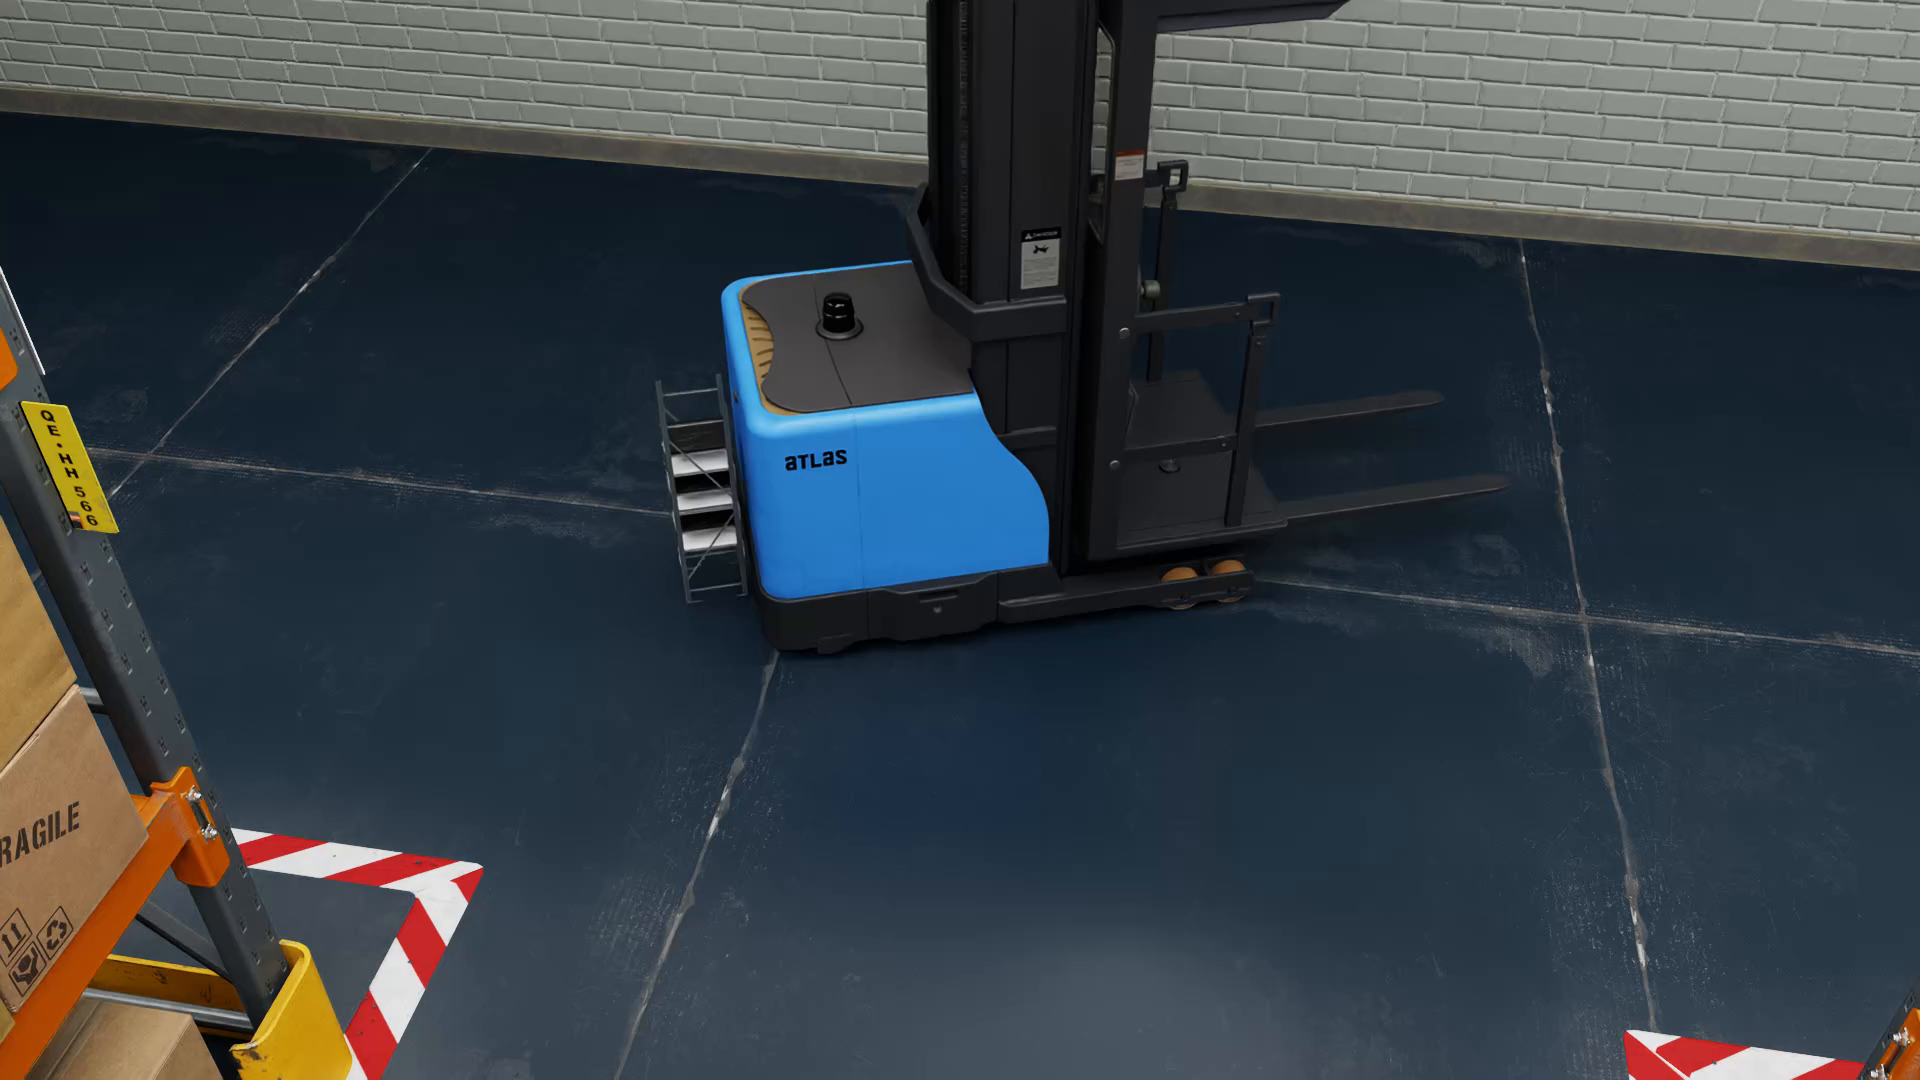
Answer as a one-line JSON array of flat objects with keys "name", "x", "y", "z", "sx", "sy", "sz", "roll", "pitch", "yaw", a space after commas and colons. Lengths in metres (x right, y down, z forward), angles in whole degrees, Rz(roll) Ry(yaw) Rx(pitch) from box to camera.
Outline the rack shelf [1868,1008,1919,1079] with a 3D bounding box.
[{"name": "rack shelf", "x": 2.164, "y": 2.430, "z": 2.021, "sx": 1.077, "sy": 0.370, "sz": 4.000, "roll": 6, "pitch": 40, "yaw": 8}]

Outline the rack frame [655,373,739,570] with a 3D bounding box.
[{"name": "rack frame", "x": -0.988, "y": -0.243, "z": 6.338, "sx": 0.240, "sy": 0.900, "sz": 0.006, "roll": -8, "pitch": 40, "yaw": -9}]

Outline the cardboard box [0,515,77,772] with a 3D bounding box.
[{"name": "cardboard box", "x": -2.175, "y": 0.235, "z": 3.249, "sx": 0.500, "sy": 0.500, "sz": 0.500, "roll": 6, "pitch": 40, "yaw": 7}]

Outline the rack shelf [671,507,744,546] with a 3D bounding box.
[{"name": "rack shelf", "x": -0.966, "y": -0.085, "z": 6.340, "sx": 0.258, "sy": 0.077, "sz": 0.200, "roll": -8, "pitch": 40, "yaw": -9}]

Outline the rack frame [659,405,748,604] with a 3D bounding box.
[{"name": "rack frame", "x": -0.945, "y": -0.117, "z": 6.184, "sx": 0.240, "sy": 0.900, "sz": 0.006, "roll": -8, "pitch": 40, "yaw": -9}]

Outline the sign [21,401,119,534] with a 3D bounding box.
[{"name": "sign", "x": -1.825, "y": -0.145, "z": 3.415, "sx": 0.100, "sy": 0.325, "sz": 0.005, "roll": 6, "pitch": 40, "yaw": 8}]

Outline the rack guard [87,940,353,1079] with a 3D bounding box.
[{"name": "rack guard", "x": -2.382, "y": 1.360, "z": 4.713, "sx": 1.175, "sy": 0.500, "sz": 0.348, "roll": 6, "pitch": 40, "yaw": 8}]

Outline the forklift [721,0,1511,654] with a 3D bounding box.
[{"name": "forklift", "x": 0.660, "y": -1.183, "z": 5.881, "sx": 3.031, "sy": 2.935, "sz": 1.130, "roll": -8, "pitch": 40, "yaw": -9}]

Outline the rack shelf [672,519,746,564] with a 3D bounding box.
[{"name": "rack shelf", "x": -0.966, "y": -0.016, "z": 6.397, "sx": 0.258, "sy": 0.077, "sz": 0.200, "roll": -8, "pitch": 40, "yaw": -9}]

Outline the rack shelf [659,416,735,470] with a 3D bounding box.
[{"name": "rack shelf", "x": -0.967, "y": -0.362, "z": 6.110, "sx": 0.258, "sy": 0.077, "sz": 0.200, "roll": -8, "pitch": 40, "yaw": -9}]

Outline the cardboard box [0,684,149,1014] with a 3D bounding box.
[{"name": "cardboard box", "x": -2.178, "y": 0.622, "z": 3.566, "sx": 0.500, "sy": 0.500, "sz": 0.500, "roll": 8, "pitch": 40, "yaw": 9}]

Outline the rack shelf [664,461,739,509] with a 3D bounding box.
[{"name": "rack shelf", "x": -0.967, "y": -0.224, "z": 6.225, "sx": 0.258, "sy": 0.077, "sz": 0.200, "roll": -8, "pitch": 40, "yaw": -9}]

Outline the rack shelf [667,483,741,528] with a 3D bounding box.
[{"name": "rack shelf", "x": -0.966, "y": -0.154, "z": 6.282, "sx": 0.258, "sy": 0.077, "sz": 0.200, "roll": -8, "pitch": 40, "yaw": -9}]

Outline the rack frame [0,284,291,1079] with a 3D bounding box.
[{"name": "rack frame", "x": -2.368, "y": 0.349, "z": 3.974, "sx": 1.000, "sy": 3.000, "sz": 0.127, "roll": 6, "pitch": 40, "yaw": 8}]

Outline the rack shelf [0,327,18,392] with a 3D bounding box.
[{"name": "rack shelf", "x": -2.714, "y": 0.725, "z": 1.729, "sx": 1.077, "sy": 0.370, "sz": 4.000, "roll": 6, "pitch": 40, "yaw": 8}]

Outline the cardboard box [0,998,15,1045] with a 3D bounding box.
[{"name": "cardboard box", "x": -2.264, "y": 0.948, "z": 3.171, "sx": 0.500, "sy": 0.500, "sz": 0.500, "roll": 7, "pitch": 40, "yaw": 8}]

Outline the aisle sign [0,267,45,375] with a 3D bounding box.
[{"name": "aisle sign", "x": -2.055, "y": -0.662, "z": 3.156, "sx": 0.394, "sy": 0.787, "sz": 0.004, "roll": 6, "pitch": 40, "yaw": 8}]

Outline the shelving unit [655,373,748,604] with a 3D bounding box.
[{"name": "shelving unit", "x": -0.966, "y": -0.180, "z": 6.261, "sx": 0.258, "sy": 0.900, "sz": 0.210, "roll": -8, "pitch": 40, "yaw": -9}]

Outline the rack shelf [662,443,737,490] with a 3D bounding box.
[{"name": "rack shelf", "x": -0.967, "y": -0.293, "z": 6.168, "sx": 0.258, "sy": 0.077, "sz": 0.200, "roll": -8, "pitch": 40, "yaw": -9}]

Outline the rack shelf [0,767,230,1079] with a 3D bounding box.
[{"name": "rack shelf", "x": -2.714, "y": 1.881, "z": 2.685, "sx": 1.077, "sy": 0.370, "sz": 4.000, "roll": 6, "pitch": 40, "yaw": 8}]

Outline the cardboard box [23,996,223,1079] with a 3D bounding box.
[{"name": "cardboard box", "x": -2.220, "y": 1.511, "z": 4.184, "sx": 0.500, "sy": 0.500, "sz": 0.500, "roll": 6, "pitch": 40, "yaw": 8}]
